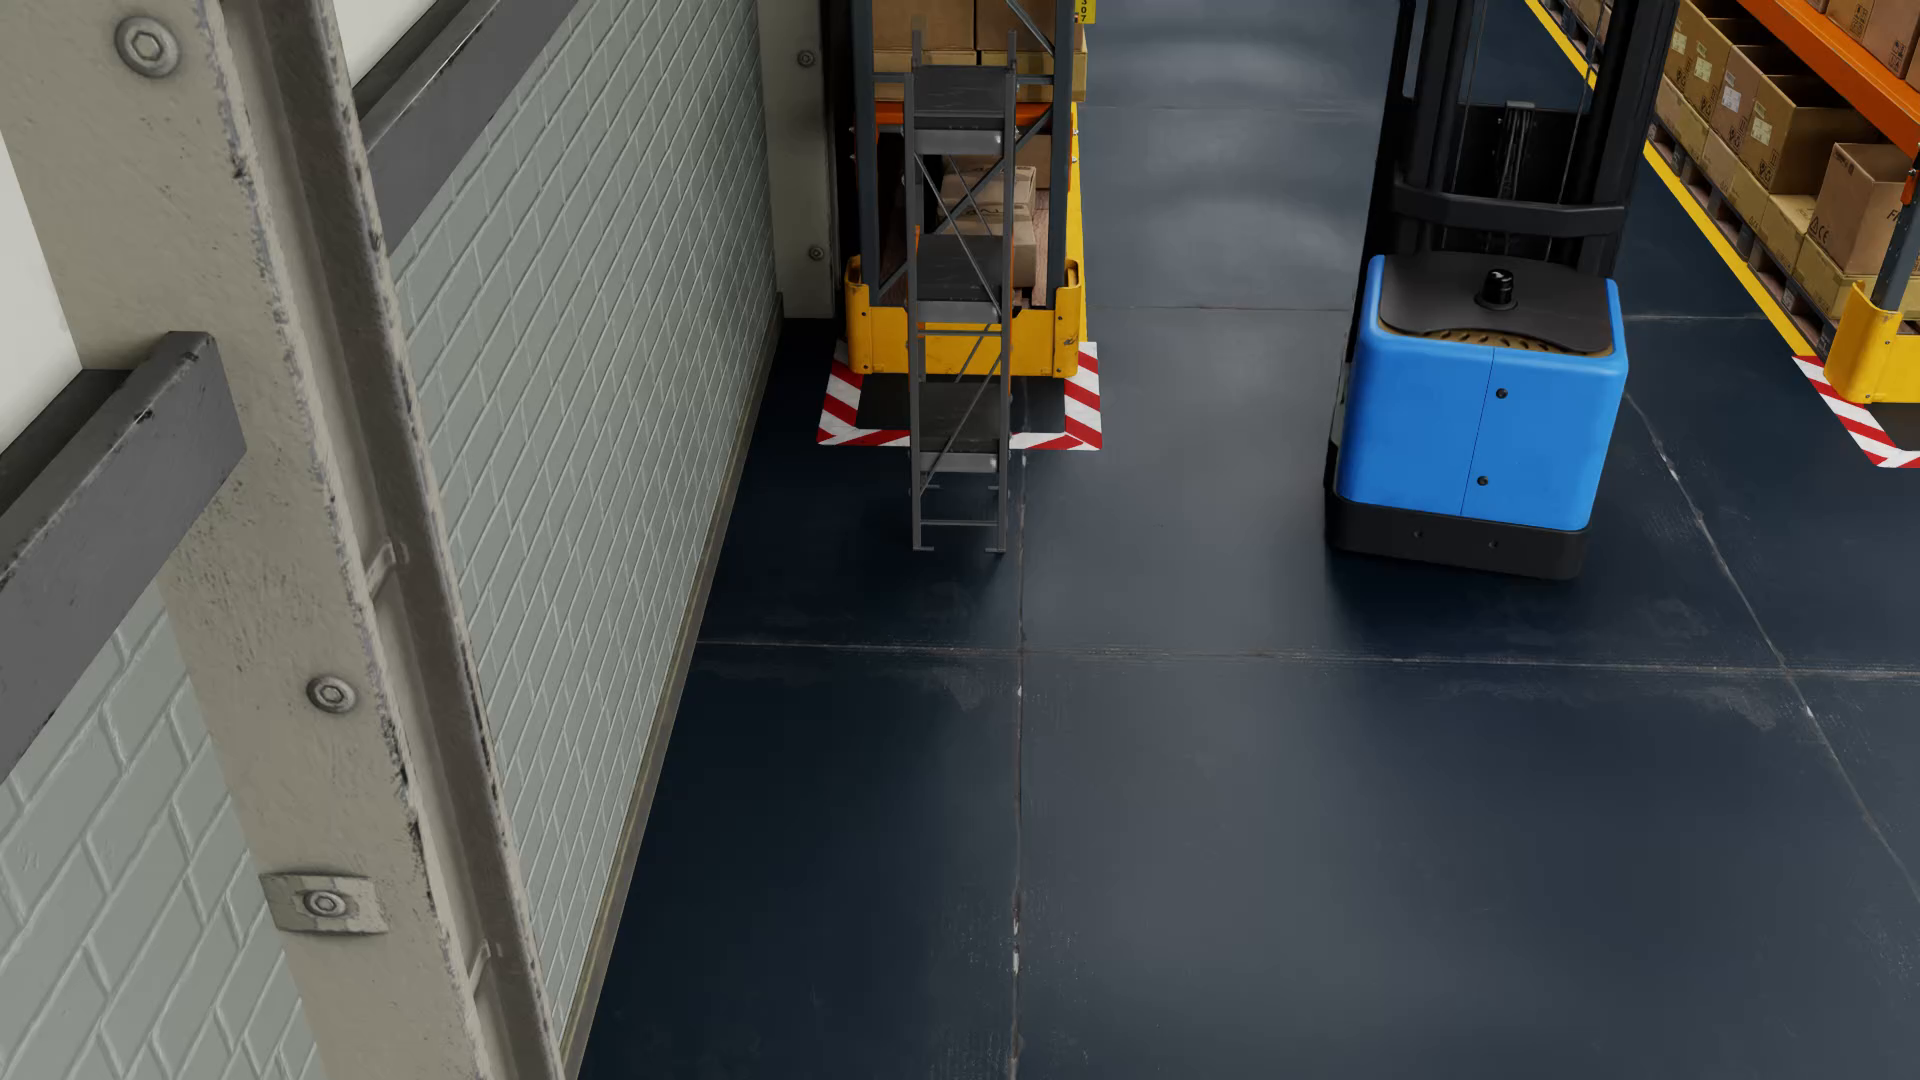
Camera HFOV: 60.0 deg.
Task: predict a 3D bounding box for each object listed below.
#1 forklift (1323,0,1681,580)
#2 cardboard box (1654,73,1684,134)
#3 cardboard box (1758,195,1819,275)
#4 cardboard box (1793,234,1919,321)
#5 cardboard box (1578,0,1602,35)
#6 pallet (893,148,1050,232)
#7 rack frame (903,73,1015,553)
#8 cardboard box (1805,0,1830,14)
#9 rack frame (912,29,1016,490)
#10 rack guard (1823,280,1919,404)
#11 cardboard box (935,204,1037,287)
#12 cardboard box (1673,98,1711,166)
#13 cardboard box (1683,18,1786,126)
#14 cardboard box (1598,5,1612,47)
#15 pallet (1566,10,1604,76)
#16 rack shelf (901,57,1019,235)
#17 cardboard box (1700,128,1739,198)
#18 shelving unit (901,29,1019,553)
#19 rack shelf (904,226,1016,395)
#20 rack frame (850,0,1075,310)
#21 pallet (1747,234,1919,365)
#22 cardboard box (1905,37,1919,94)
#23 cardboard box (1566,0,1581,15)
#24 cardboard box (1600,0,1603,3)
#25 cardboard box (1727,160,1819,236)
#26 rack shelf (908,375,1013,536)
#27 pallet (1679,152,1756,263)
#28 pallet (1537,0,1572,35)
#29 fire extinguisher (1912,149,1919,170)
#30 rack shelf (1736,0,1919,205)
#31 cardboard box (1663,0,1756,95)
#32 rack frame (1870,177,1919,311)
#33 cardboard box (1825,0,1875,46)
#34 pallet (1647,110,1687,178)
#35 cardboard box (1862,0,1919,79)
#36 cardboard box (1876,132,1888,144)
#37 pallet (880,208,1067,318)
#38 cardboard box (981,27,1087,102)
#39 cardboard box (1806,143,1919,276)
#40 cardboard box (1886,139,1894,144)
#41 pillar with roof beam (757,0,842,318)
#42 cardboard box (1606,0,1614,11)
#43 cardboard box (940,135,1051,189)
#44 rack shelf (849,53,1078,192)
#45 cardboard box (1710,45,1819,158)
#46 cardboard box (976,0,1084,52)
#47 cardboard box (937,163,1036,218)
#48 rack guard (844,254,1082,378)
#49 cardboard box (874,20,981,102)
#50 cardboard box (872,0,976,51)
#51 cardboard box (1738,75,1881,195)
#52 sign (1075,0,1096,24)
[{"bbox_3d":[2.434,-1.877,7.372,1.130,2.935,3.031,8,36,12],"label":"forklift"},{"bbox_3d":[4.778,-2.802,10.654,0.500,0.250,0.500,1,35,2],"label":"cardboard box"},{"bbox_3d":[4.698,-1.653,9.019,0.500,0.250,0.500,1,35,2],"label":"cardboard box"},{"bbox_3d":[4.690,-1.365,8.610,0.500,0.250,0.500,1,35,2],"label":"cardboard box"},{"bbox_3d":[4.874,-3.884,12.194,0.500,0.250,0.500,1,35,1],"label":"cardboard box"},{"bbox_3d":[0.137,-2.184,10.173,1.003,0.211,1.213,1,35,2],"label":"pallet"},{"bbox_3d":[-0.003,-0.814,6.582,0.400,2.100,0.015,1,35,2],"label":"rack frame"},{"bbox_3d":[5.055,-3.202,9.110,0.700,0.500,0.500,2,35,3],"label":"cardboard box"},{"bbox_3d":[0.016,-1.094,6.981,0.400,2.100,0.015,1,35,2],"label":"rack frame"},{"bbox_3d":[4.963,-0.967,8.191,1.175,0.500,0.348,1,35,2],"label":"rack guard"},{"bbox_3d":[0.132,-1.591,8.861,0.500,0.311,0.500,-2,35,-3],"label":"cardboard box"},{"bbox_3d":[4.753,-2.515,10.246,0.500,0.250,0.500,1,35,2],"label":"cardboard box"},{"bbox_3d":[4.753,-2.821,10.030,0.500,0.500,0.500,1,35,2],"label":"cardboard box"},{"bbox_3d":[4.852,-3.593,11.780,0.500,0.250,0.500,1,35,1],"label":"cardboard box"},{"bbox_3d":[5.115,-3.585,12.167,1.003,0.211,1.213,1,35,2],"label":"pallet"},{"bbox_3d":[0.007,-1.516,6.387,0.431,0.518,0.480,1,35,2],"label":"rack shelf"},{"bbox_3d":[4.739,-2.227,9.837,0.500,0.250,0.500,1,35,2],"label":"cardboard box"},{"bbox_3d":[0.007,-0.954,6.782,0.431,2.100,0.503,1,35,2],"label":"shelving unit"},{"bbox_3d":[0.007,-0.943,6.789,0.431,0.518,0.480,1,35,2],"label":"rack shelf"},{"bbox_3d":[0.014,-2.116,7.652,1.000,3.000,0.127,1,35,2],"label":"rack frame"},{"bbox_3d":[4.953,-1.303,8.920,1.003,0.211,1.213,1,35,2],"label":"pallet"},{"bbox_3d":[4.996,-2.312,7.844,0.700,0.500,0.500,1,35,2],"label":"cardboard box"},{"bbox_3d":[4.894,-4.178,12.612,0.500,0.250,0.500,2,35,3],"label":"cardboard box"},{"bbox_3d":[4.869,-4.116,12.037,0.500,0.311,0.500,2,35,3],"label":"cardboard box"},{"bbox_3d":[4.717,-1.940,9.428,0.500,0.250,0.500,1,35,2],"label":"cardboard box"},{"bbox_3d":[0.007,-0.370,7.192,0.431,0.518,0.480,1,35,2],"label":"rack shelf"},{"bbox_3d":[5.005,-2.002,9.915,1.003,0.211,1.213,1,35,2],"label":"pallet"},{"bbox_3d":[5.162,-4.288,13.167,1.003,0.211,1.213,1,35,2],"label":"pallet"},{"bbox_3d":[4.495,-1.915,7.433,0.296,0.674,0.183,1,35,2],"label":"fire extinguisher"},{"bbox_3d":[5.044,-2.858,9.334,1.077,0.370,4.000,1,35,2],"label":"rack shelf"},{"bbox_3d":[4.781,-3.109,10.438,0.500,0.500,0.500,1,35,2],"label":"cardboard box"},{"bbox_3d":[4.964,-2.003,7.492,1.000,3.000,0.127,1,35,2],"label":"rack frame"},{"bbox_3d":[5.038,-2.899,8.680,0.700,0.500,0.500,2,35,2],"label":"cardboard box"},{"bbox_3d":[5.051,-2.705,10.915,1.003,0.211,1.213,1,35,2],"label":"pallet"},{"bbox_3d":[5.012,-2.614,8.274,0.700,0.500,0.500,2,35,3],"label":"cardboard box"},{"bbox_3d":[5.233,-2.235,9.195,0.500,0.500,0.500,1,35,2],"label":"cardboard box"},{"bbox_3d":[0.085,-1.484,9.179,1.003,0.211,1.213,1,35,2],"label":"pallet"},{"bbox_3d":[0.351,-2.336,8.078,0.500,0.250,0.500,0,35,1],"label":"cardboard box"},{"bbox_3d":[4.688,-1.672,8.394,0.500,0.500,0.500,1,35,2],"label":"cardboard box"},{"bbox_3d":[5.226,-1.947,8.786,0.500,0.500,0.500,1,35,2],"label":"cardboard box"},{"bbox_3d":[3.480,-4.893,6.386,9.100,9.000,0.400,1,35,2],"label":"pillar with roof beam"},{"bbox_3d":[4.855,-3.817,11.611,0.500,0.311,0.500,1,35,2],"label":"cardboard box"},{"bbox_3d":[0.234,-2.416,9.871,0.700,0.500,0.500,-1,35,-1],"label":"cardboard box"},{"bbox_3d":[0.095,-2.970,9.494,1.077,0.370,4.000,1,35,2],"label":"rack shelf"},{"bbox_3d":[4.735,-2.534,9.621,0.500,0.500,0.500,1,35,2],"label":"cardboard box"},{"bbox_3d":[0.334,-2.637,7.854,0.500,0.500,0.500,1,35,2],"label":"cardboard box"},{"bbox_3d":[0.155,-1.919,9.327,0.500,0.311,0.500,4,35,6],"label":"cardboard box"},{"bbox_3d":[0.017,-1.137,8.433,1.175,0.500,0.348,1,35,2],"label":"rack guard"},{"bbox_3d":[-0.161,-2.336,8.078,0.500,0.250,0.500,2,35,3],"label":"cardboard box"},{"bbox_3d":[-0.179,-2.645,7.866,0.500,0.500,0.500,1,35,1],"label":"cardboard box"},{"bbox_3d":[4.714,-2.247,9.212,0.500,0.500,0.500,1,35,2],"label":"cardboard box"},{"bbox_3d":[0.556,-2.457,7.385,0.100,0.325,0.005,1,35,2],"label":"sign"}]
